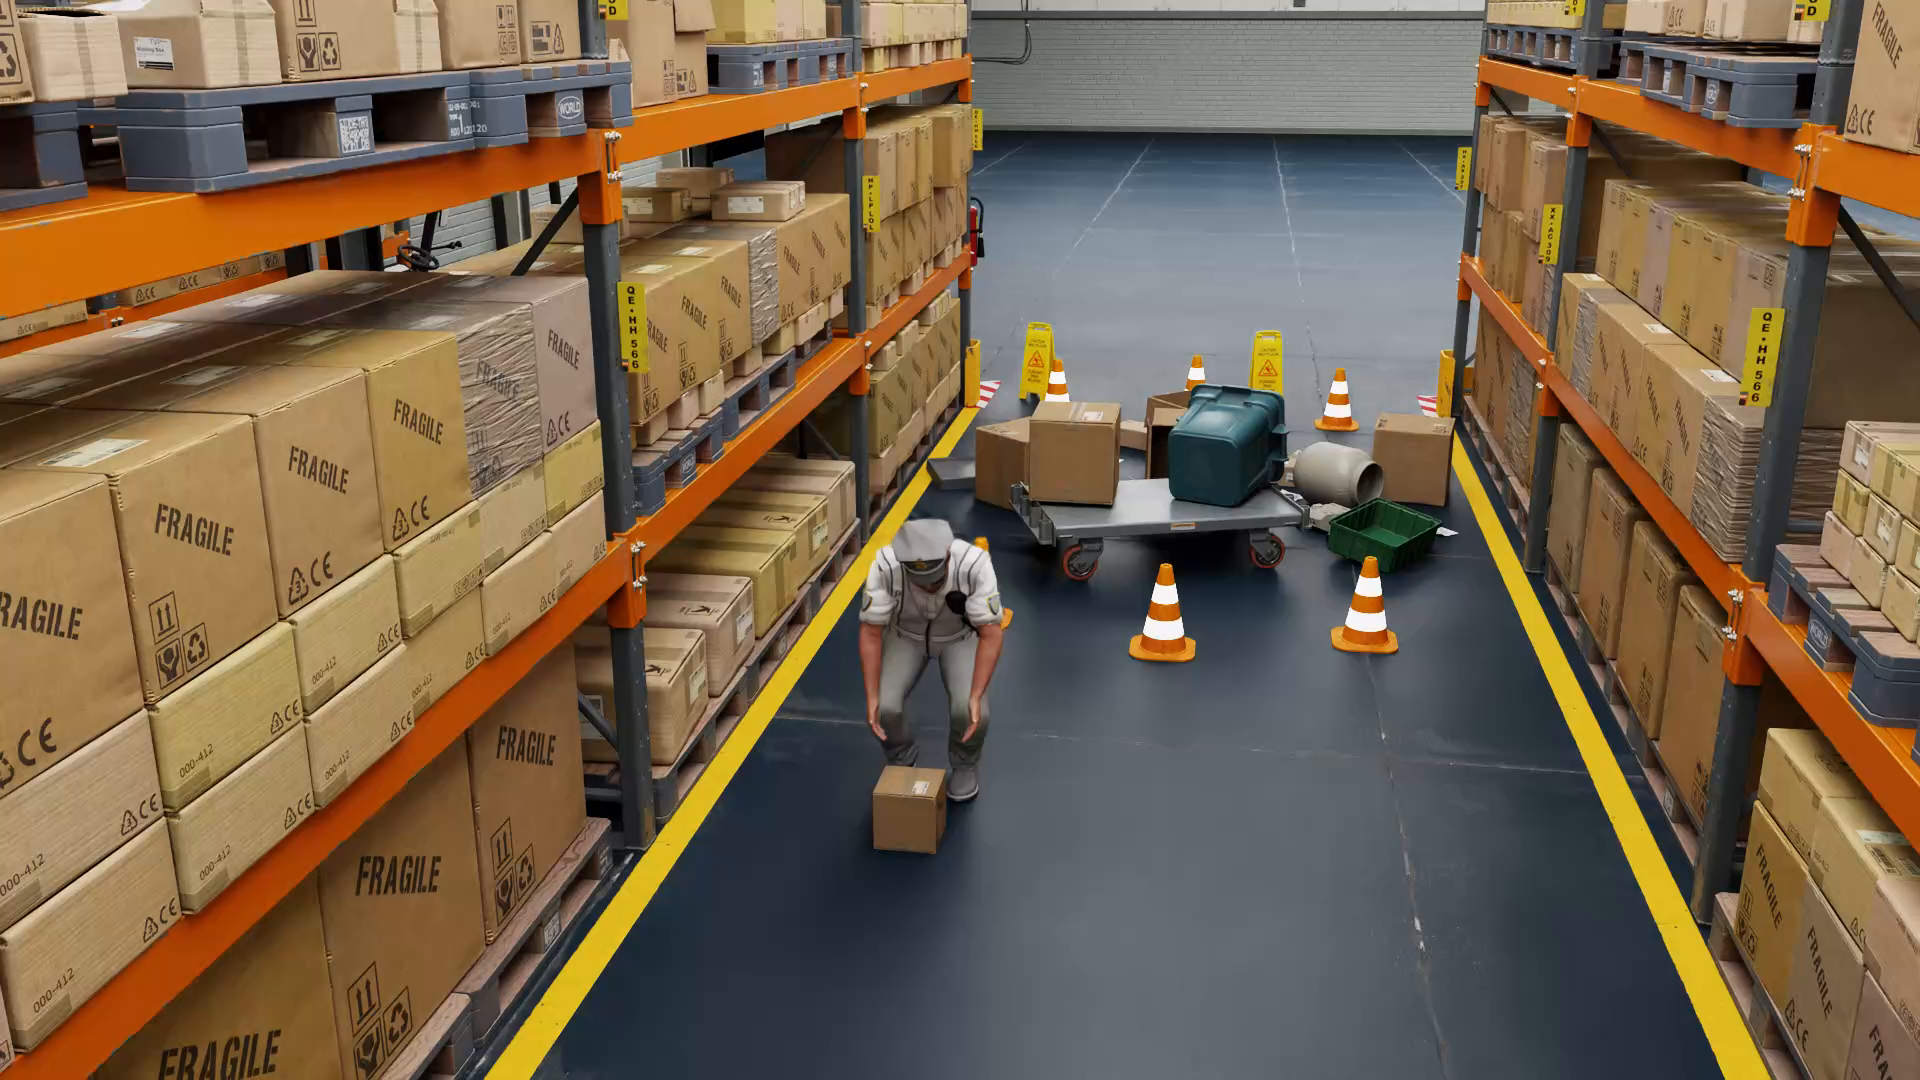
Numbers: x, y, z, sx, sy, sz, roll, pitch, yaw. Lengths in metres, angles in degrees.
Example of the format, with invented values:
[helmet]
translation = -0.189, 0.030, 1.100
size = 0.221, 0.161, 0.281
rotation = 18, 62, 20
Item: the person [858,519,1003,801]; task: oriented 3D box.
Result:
[person]
translation = -0.100, 0.464, 6.856
size = 0.586, 1.291, 0.868
rotation = 3, 18, 9
